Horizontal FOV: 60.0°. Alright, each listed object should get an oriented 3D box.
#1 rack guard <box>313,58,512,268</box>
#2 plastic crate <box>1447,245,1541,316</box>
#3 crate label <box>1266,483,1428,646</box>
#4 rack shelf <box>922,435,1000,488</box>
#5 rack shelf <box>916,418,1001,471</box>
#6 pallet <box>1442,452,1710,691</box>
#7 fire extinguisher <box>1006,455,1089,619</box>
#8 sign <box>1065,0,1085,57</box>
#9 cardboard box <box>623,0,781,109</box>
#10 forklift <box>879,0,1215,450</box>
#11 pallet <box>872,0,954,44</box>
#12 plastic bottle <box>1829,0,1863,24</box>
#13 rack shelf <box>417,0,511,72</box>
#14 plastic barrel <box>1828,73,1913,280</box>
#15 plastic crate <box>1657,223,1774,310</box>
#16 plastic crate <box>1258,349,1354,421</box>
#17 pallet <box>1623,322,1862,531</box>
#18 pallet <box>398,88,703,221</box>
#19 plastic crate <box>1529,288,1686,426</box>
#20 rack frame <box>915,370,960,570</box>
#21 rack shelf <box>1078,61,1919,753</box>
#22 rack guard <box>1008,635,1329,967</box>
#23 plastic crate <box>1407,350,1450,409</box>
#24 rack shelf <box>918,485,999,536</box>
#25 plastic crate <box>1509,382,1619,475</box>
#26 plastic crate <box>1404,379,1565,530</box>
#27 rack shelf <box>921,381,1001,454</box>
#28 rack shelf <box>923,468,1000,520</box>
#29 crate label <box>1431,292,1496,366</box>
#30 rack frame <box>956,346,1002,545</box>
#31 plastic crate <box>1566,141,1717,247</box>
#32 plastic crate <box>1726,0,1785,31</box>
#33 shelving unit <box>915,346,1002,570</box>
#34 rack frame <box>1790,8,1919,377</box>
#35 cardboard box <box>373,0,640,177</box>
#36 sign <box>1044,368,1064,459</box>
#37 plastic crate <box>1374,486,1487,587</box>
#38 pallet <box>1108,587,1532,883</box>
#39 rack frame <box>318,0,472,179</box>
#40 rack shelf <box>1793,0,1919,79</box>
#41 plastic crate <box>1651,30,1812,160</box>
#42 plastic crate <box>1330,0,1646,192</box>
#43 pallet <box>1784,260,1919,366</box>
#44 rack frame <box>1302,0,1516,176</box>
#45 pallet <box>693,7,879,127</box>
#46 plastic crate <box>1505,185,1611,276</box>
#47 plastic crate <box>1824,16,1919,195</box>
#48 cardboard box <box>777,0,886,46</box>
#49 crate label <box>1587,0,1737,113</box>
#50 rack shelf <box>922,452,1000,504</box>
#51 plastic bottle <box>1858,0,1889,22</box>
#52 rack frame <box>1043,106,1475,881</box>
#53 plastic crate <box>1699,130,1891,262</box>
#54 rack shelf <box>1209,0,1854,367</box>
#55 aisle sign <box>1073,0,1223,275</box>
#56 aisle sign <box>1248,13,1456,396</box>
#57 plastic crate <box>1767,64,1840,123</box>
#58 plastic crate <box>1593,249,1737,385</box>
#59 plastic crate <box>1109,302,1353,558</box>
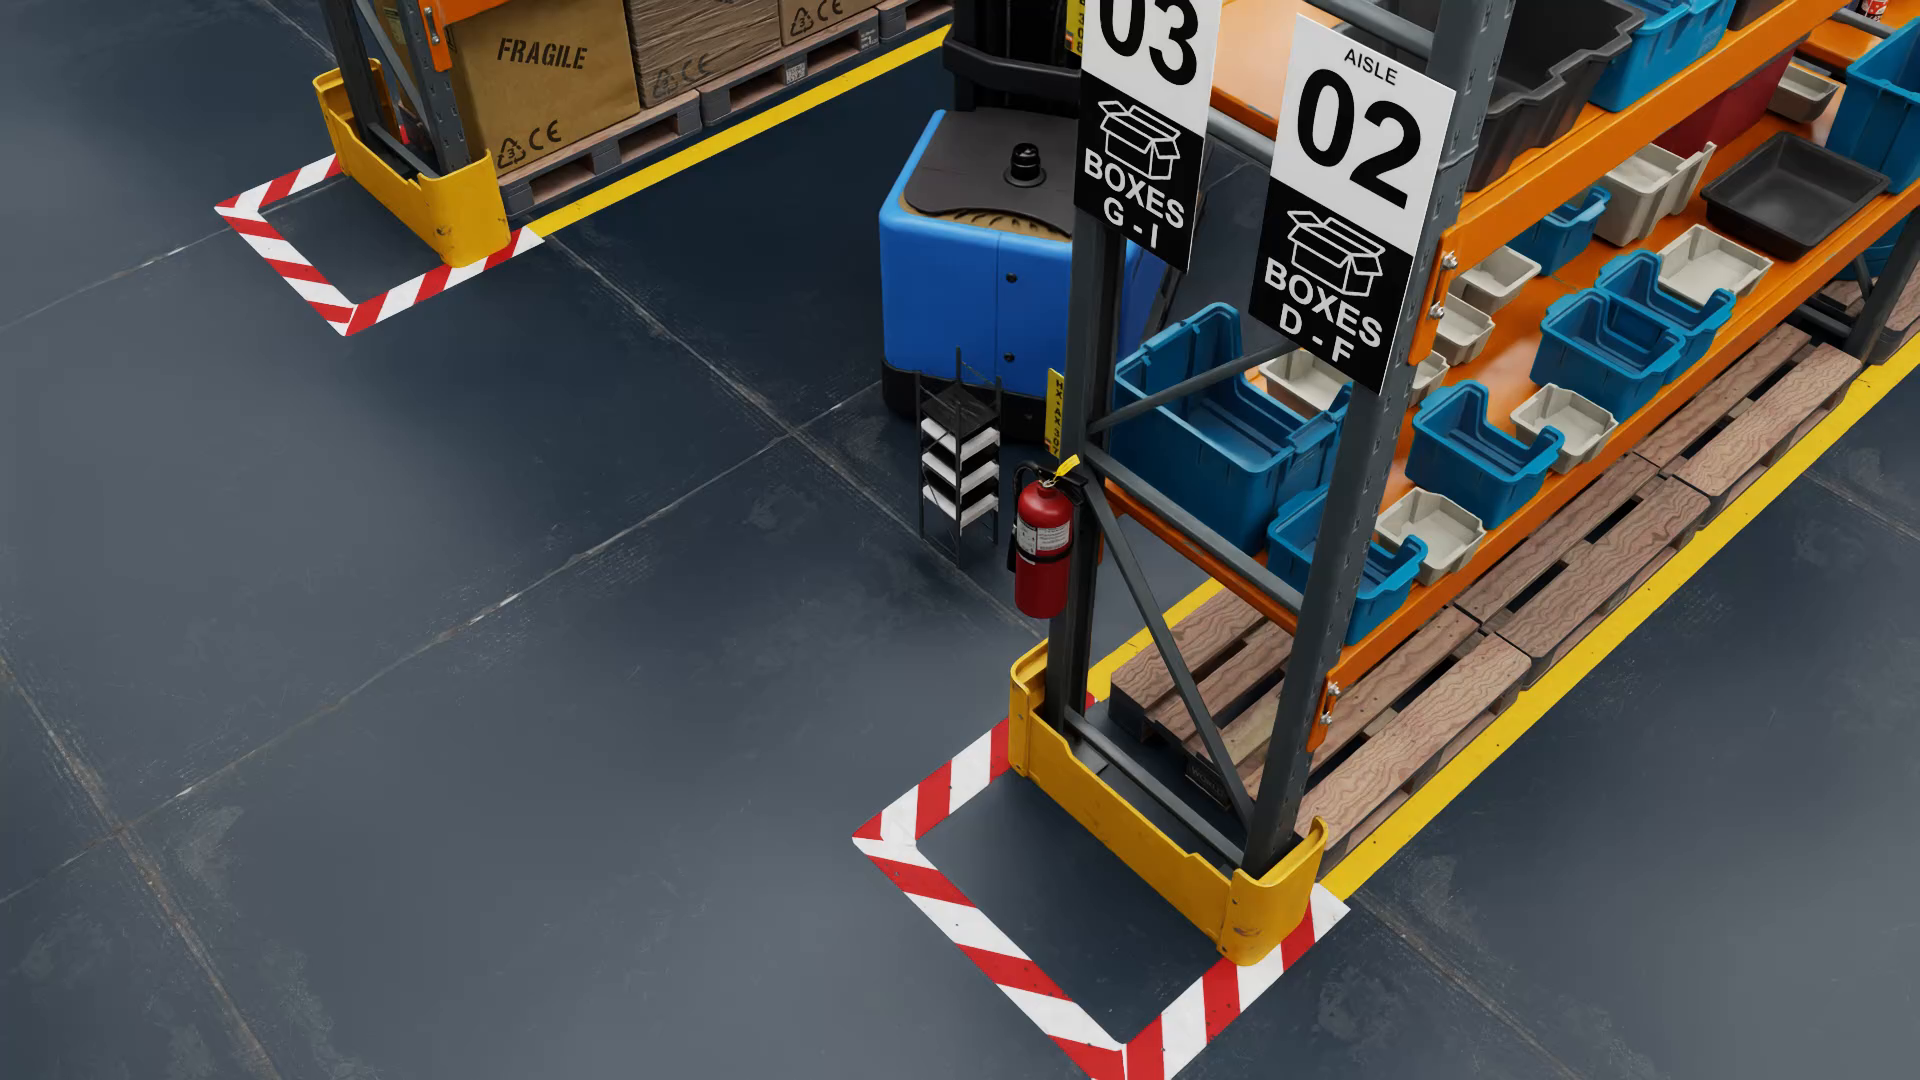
[{"bbox_3d":[-2.675,-1.852,8.119,0.348,0.500,1.175,-34,56,-27],"label":"rack guard"},{"bbox_3d":[1.777,-0.894,5.672,0.250,0.136,0.298,-34,56,-27],"label":"plastic crate"},{"bbox_3d":[1.079,0.075,4.713,0.303,0.233,0.416,-34,56,-27],"label":"crate label"},{"bbox_3d":[-0.006,-0.340,6.374,0.200,0.077,0.258,-34,56,-27],"label":"rack shelf"},{"bbox_3d":[-0.006,-0.401,6.308,0.200,0.077,0.258,-34,56,-27],"label":"rack shelf"},{"bbox_3d":[2.213,-0.059,6.661,1.213,0.211,1.003,-34,56,-27],"label":"pallet"},{"bbox_3d":[0.258,-0.038,5.050,0.183,0.674,0.296,-34,56,-27],"label":"fire extinguisher"},{"bbox_3d":[0.293,-1.291,3.930,0.005,0.325,0.100,-34,56,-27],"label":"sign"},{"bbox_3d":[-1.564,-2.943,8.585,0.875,0.875,0.875,-34,56,-27],"label":"cardboard box"},{"bbox_3d":[0.579,-2.469,7.034,1.130,2.935,3.031,12,49,11],"label":"forklift"},{"bbox_3d":[-0.313,-3.410,9.753,1.213,0.211,1.003,-34,56,-27],"label":"pallet"},{"bbox_3d":[3.709,-2.324,6.938,0.135,0.276,0.152,-34,56,-27],"label":"plastic bottle"},{"bbox_3d":[-1.177,-3.456,8.388,4.000,0.370,1.077,-34,56,-27],"label":"rack shelf"},{"bbox_3d":[4.048,-1.686,7.407,0.708,0.901,0.600,-34,56,-27],"label":"plastic barrel"},{"bbox_3d":[2.548,-0.902,5.680,0.466,0.136,0.293,-34,56,-27],"label":"plastic crate"},{"bbox_3d":[1.156,-0.451,5.264,0.243,0.136,0.396,-34,56,-27],"label":"plastic crate"},{"bbox_3d":[3.116,-0.666,7.221,1.213,0.211,1.003,-34,56,-27],"label":"pallet"},{"bbox_3d":[-2.118,-2.204,8.640,1.213,0.211,1.003,-34,56,-27],"label":"pallet"},{"bbox_3d":[2.053,-0.576,5.313,0.300,0.233,0.416,-34,56,-27],"label":"plastic crate"},{"bbox_3d":[-0.081,-0.251,6.369,0.006,0.900,0.240,-34,56,-27],"label":"rack frame"},{"bbox_3d":[2.155,-0.763,5.903,4.000,0.370,1.077,-34,56,-27],"label":"rack shelf"},{"bbox_3d":[0.666,0.848,5.627,0.348,0.500,1.175,-34,56,-27],"label":"rack guard"},{"bbox_3d":[1.381,-0.586,5.388,0.243,0.136,0.396,-34,56,-27],"label":"plastic crate"},{"bbox_3d":[-0.006,-0.156,6.572,0.200,0.077,0.258,-34,56,-27],"label":"rack shelf"},{"bbox_3d":[1.874,-0.341,5.162,0.298,0.136,0.250,-34,56,-27],"label":"plastic crate"},{"bbox_3d":[1.566,-0.250,5.013,0.300,0.233,0.416,-34,56,-27],"label":"plastic crate"},{"bbox_3d":[-0.006,-0.462,6.242,0.200,0.077,0.258,-34,56,-27],"label":"rack shelf"},{"bbox_3d":[-0.006,-0.218,6.506,0.200,0.077,0.258,-34,56,-27],"label":"rack shelf"},{"bbox_3d":[1.570,-0.737,5.528,0.243,0.136,0.396,-34,56,-27],"label":"crate label"},{"bbox_3d":[0.069,-0.351,6.462,0.006,0.900,0.240,-34,56,-27],"label":"rack frame"},{"bbox_3d":[2.381,-1.321,5.968,0.530,0.282,0.437,-34,56,-27],"label":"plastic crate"},{"bbox_3d":[1.990,-1.620,4.205,0.767,0.338,0.504,-34,56,-27],"label":"plastic crate"},{"bbox_3d":[-0.006,-0.301,6.416,0.210,0.900,0.258,-34,56,-27],"label":"shelving unit"},{"bbox_3d":[3.634,-1.996,6.551,0.127,3.000,1.000,-34,56,-27],"label":"rack frame"},{"bbox_3d":[-2.237,-2.493,8.170,0.875,0.875,0.875,-34,56,-27],"label":"cardboard box"},{"bbox_3d":[0.293,-0.365,4.934,0.005,0.325,0.100,-34,56,-27],"label":"sign"},{"bbox_3d":[1.372,-0.006,4.853,0.298,0.136,0.250,-34,56,-27],"label":"plastic crate"},{"bbox_3d":[1.311,0.541,6.107,1.213,0.211,1.003,-34,56,-27],"label":"pallet"},{"bbox_3d":[-2.657,-2.711,7.211,0.127,3.000,1.000,-34,56,-27],"label":"rack frame"},{"bbox_3d":[5.114,-2.741,7.727,4.000,0.370,1.077,-34,56,-27],"label":"rack shelf"},{"bbox_3d":[2.805,-1.733,6.224,0.583,0.464,0.402,-34,56,-27],"label":"plastic crate"},{"bbox_3d":[1.147,-1.030,3.707,0.590,0.269,0.497,-34,56,-27],"label":"plastic crate"},{"bbox_3d":[4.233,-1.409,7.907,1.213,0.211,1.003,-34,56,-27],"label":"pallet"},{"bbox_3d":[0.675,-2.053,2.521,0.127,3.000,1.000,-34,56,-27],"label":"rack frame"},{"bbox_3d":[-1.216,-2.804,9.193,1.213,0.211,1.003,-34,56,-27],"label":"pallet"},{"bbox_3d":[2.022,-1.137,5.831,0.300,0.233,0.416,-34,56,-27],"label":"plastic crate"},{"bbox_3d":[3.518,-1.595,6.150,0.575,0.384,0.392,-34,56,-27],"label":"plastic crate"},{"bbox_3d":[-0.906,-3.383,8.991,0.875,0.875,0.875,-34,56,-27],"label":"cardboard box"},{"bbox_3d":[1.575,-1.265,3.937,0.502,0.251,0.408,-34,56,-27],"label":"crate label"},{"bbox_3d":[-0.006,-0.279,6.440,0.200,0.077,0.258,-34,56,-27],"label":"rack shelf"},{"bbox_3d":[3.806,-2.241,6.912,0.097,0.201,0.097,0,47,0],"label":"plastic bottle"},{"bbox_3d":[0.675,-0.018,4.726,0.127,3.000,1.000,-34,56,-27],"label":"rack frame"},{"bbox_3d":[2.987,-1.223,5.984,0.590,0.125,0.437,-34,56,-27],"label":"plastic crate"},{"bbox_3d":[2.155,-1.780,4.800,4.000,0.370,1.077,-34,56,-27],"label":"rack shelf"},{"bbox_3d":[0.425,-1.023,3.885,0.004,0.787,0.394,-34,56,-27],"label":"aisle sign"},{"bbox_3d":[0.821,-0.703,3.589,0.004,0.787,0.394,-34,56,-27],"label":"aisle sign"},{"bbox_3d":[3.194,-1.774,6.485,0.243,0.136,0.396,-34,56,-27],"label":"plastic crate"},{"bbox_3d":[2.275,-0.724,5.450,0.300,0.233,0.416,-34,56,-27],"label":"plastic crate"},{"bbox_3d":[0.797,-0.318,4.937,0.499,0.435,0.616,-34,56,-27],"label":"plastic crate"}]
